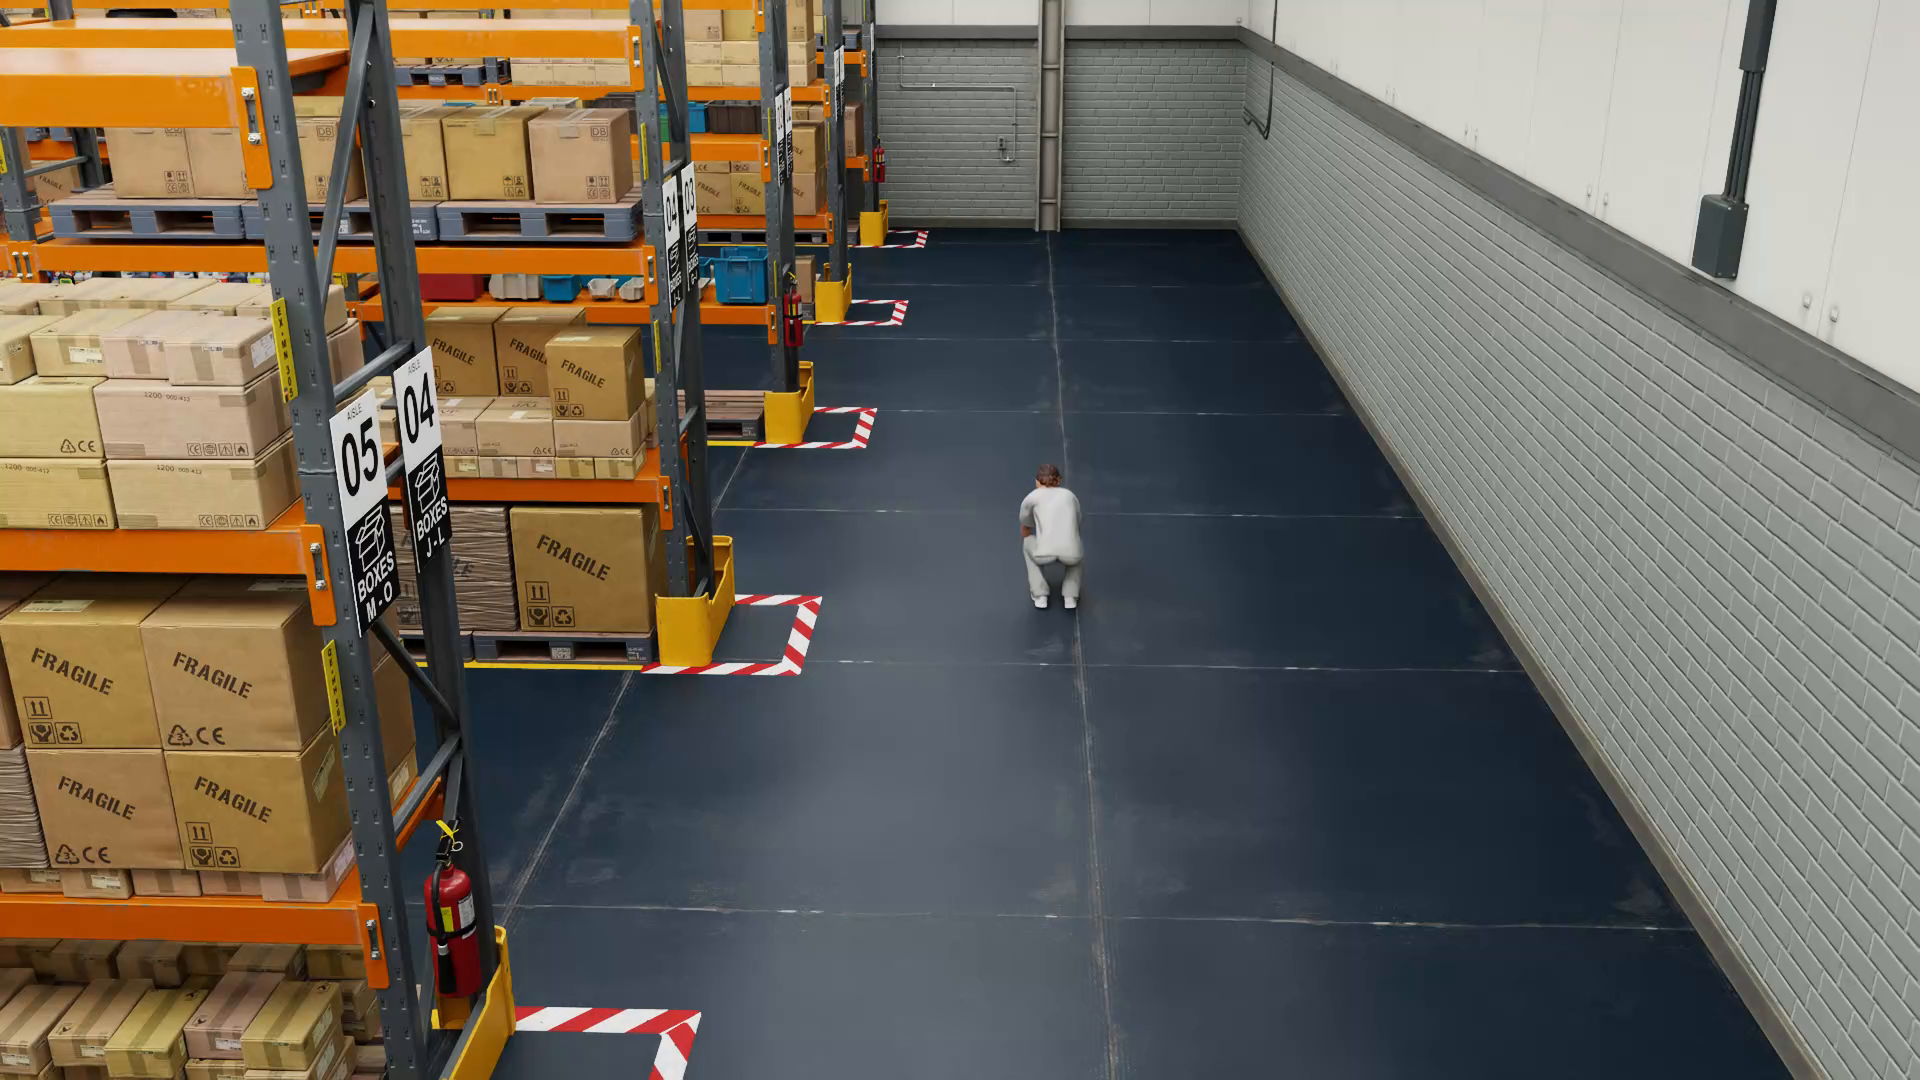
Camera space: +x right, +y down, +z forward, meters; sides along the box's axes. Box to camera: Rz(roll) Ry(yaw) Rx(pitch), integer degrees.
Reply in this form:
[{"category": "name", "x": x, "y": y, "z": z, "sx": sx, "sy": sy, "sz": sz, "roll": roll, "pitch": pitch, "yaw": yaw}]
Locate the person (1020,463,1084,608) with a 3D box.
[{"category": "person", "x": 0.668, "y": -0.029, "z": 12.190, "sx": 0.464, "sy": 0.946, "sz": 0.802, "roll": 1, "pitch": 21, "yaw": 2}]
